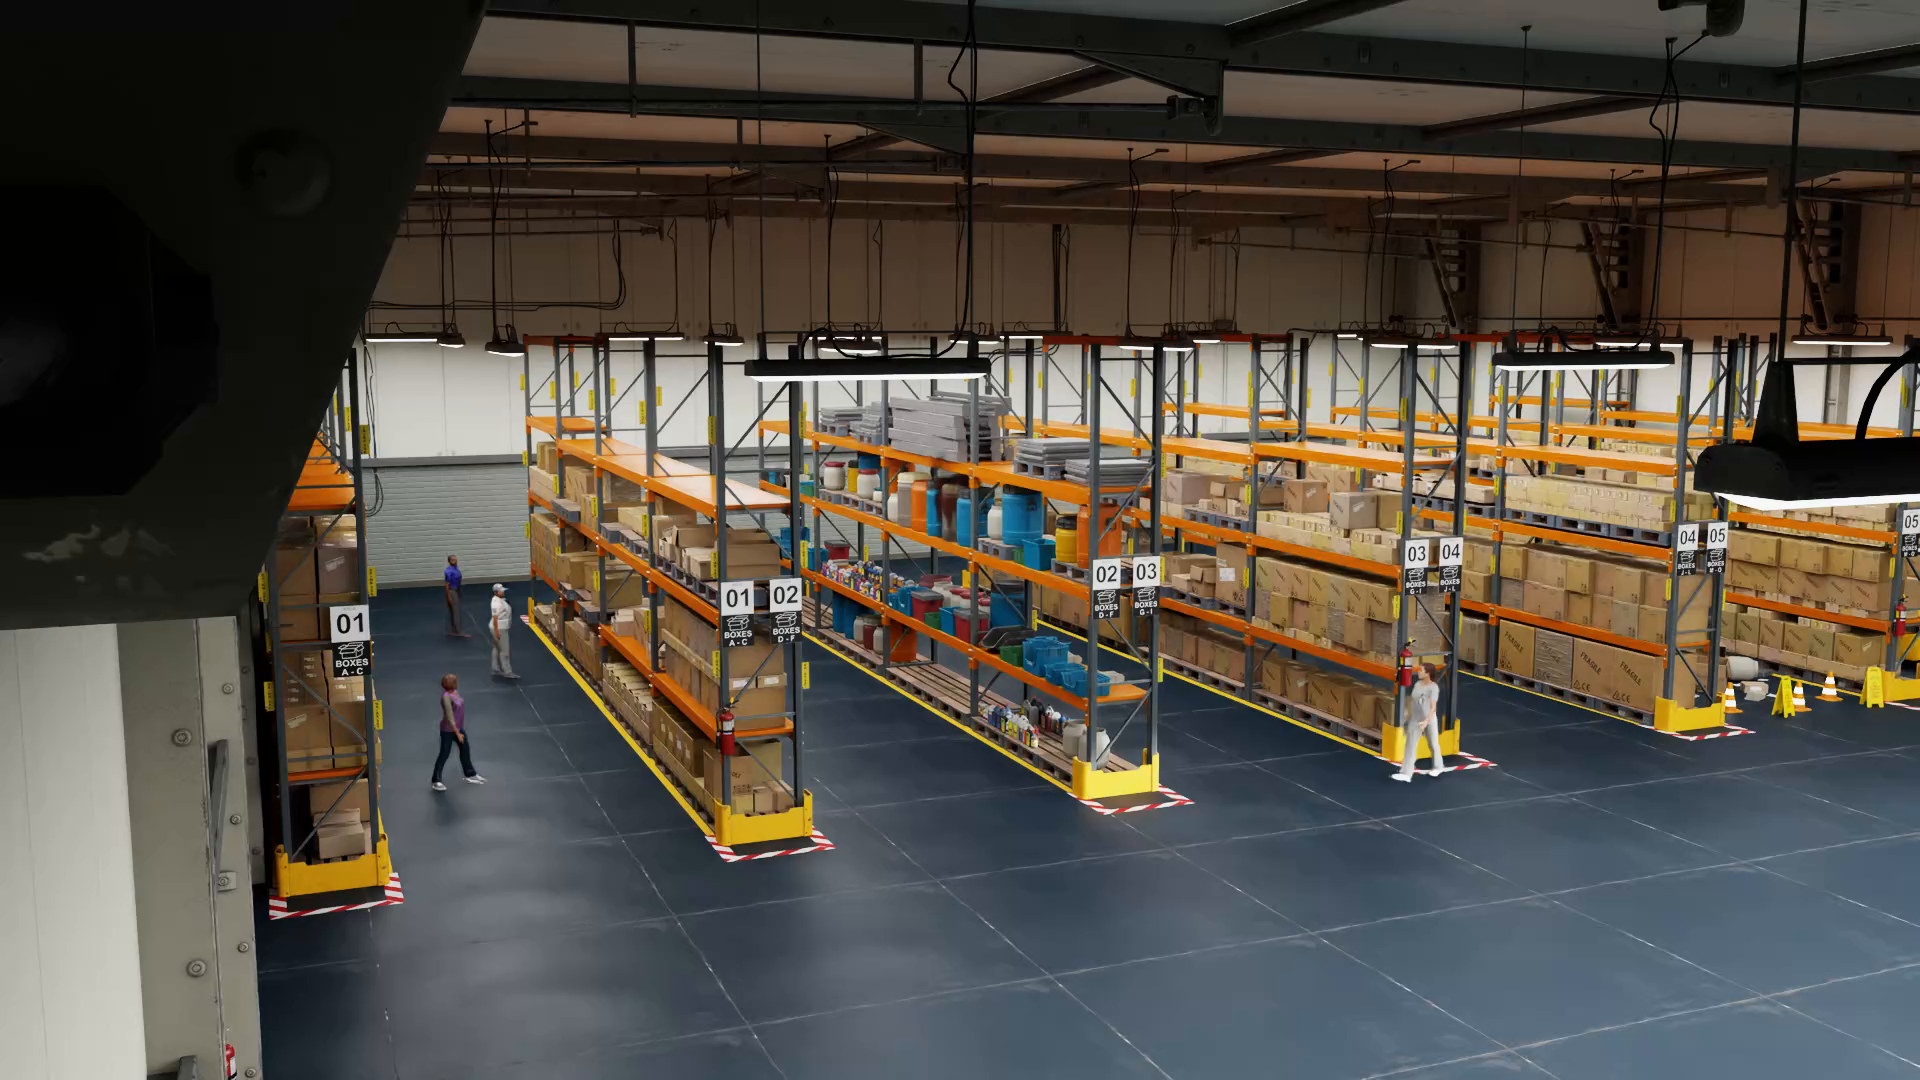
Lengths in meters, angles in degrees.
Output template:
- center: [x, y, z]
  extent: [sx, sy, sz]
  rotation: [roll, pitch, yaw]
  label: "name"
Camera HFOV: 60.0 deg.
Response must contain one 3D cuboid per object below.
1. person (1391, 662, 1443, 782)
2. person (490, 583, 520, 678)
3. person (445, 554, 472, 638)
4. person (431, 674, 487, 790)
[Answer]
- center: [6.319, 2.486, 22.782]
  extent: [0.970, 1.611, 0.456]
  rotation: [-7, 11, -44]
  label: "person"
- center: [-8.075, 1.601, 29.462]
  extent: [0.503, 1.684, 0.514]
  rotation: [-2, 8, -13]
  label: "person"
- center: [-10.036, 1.108, 33.208]
  extent: [0.551, 1.665, 0.488]
  rotation: [0, 8, -3]
  label: "person"
- center: [-6.823, 2.566, 22.479]
  extent: [0.585, 1.591, 0.598]
  rotation: [1, 8, 10]
  label: "person"
